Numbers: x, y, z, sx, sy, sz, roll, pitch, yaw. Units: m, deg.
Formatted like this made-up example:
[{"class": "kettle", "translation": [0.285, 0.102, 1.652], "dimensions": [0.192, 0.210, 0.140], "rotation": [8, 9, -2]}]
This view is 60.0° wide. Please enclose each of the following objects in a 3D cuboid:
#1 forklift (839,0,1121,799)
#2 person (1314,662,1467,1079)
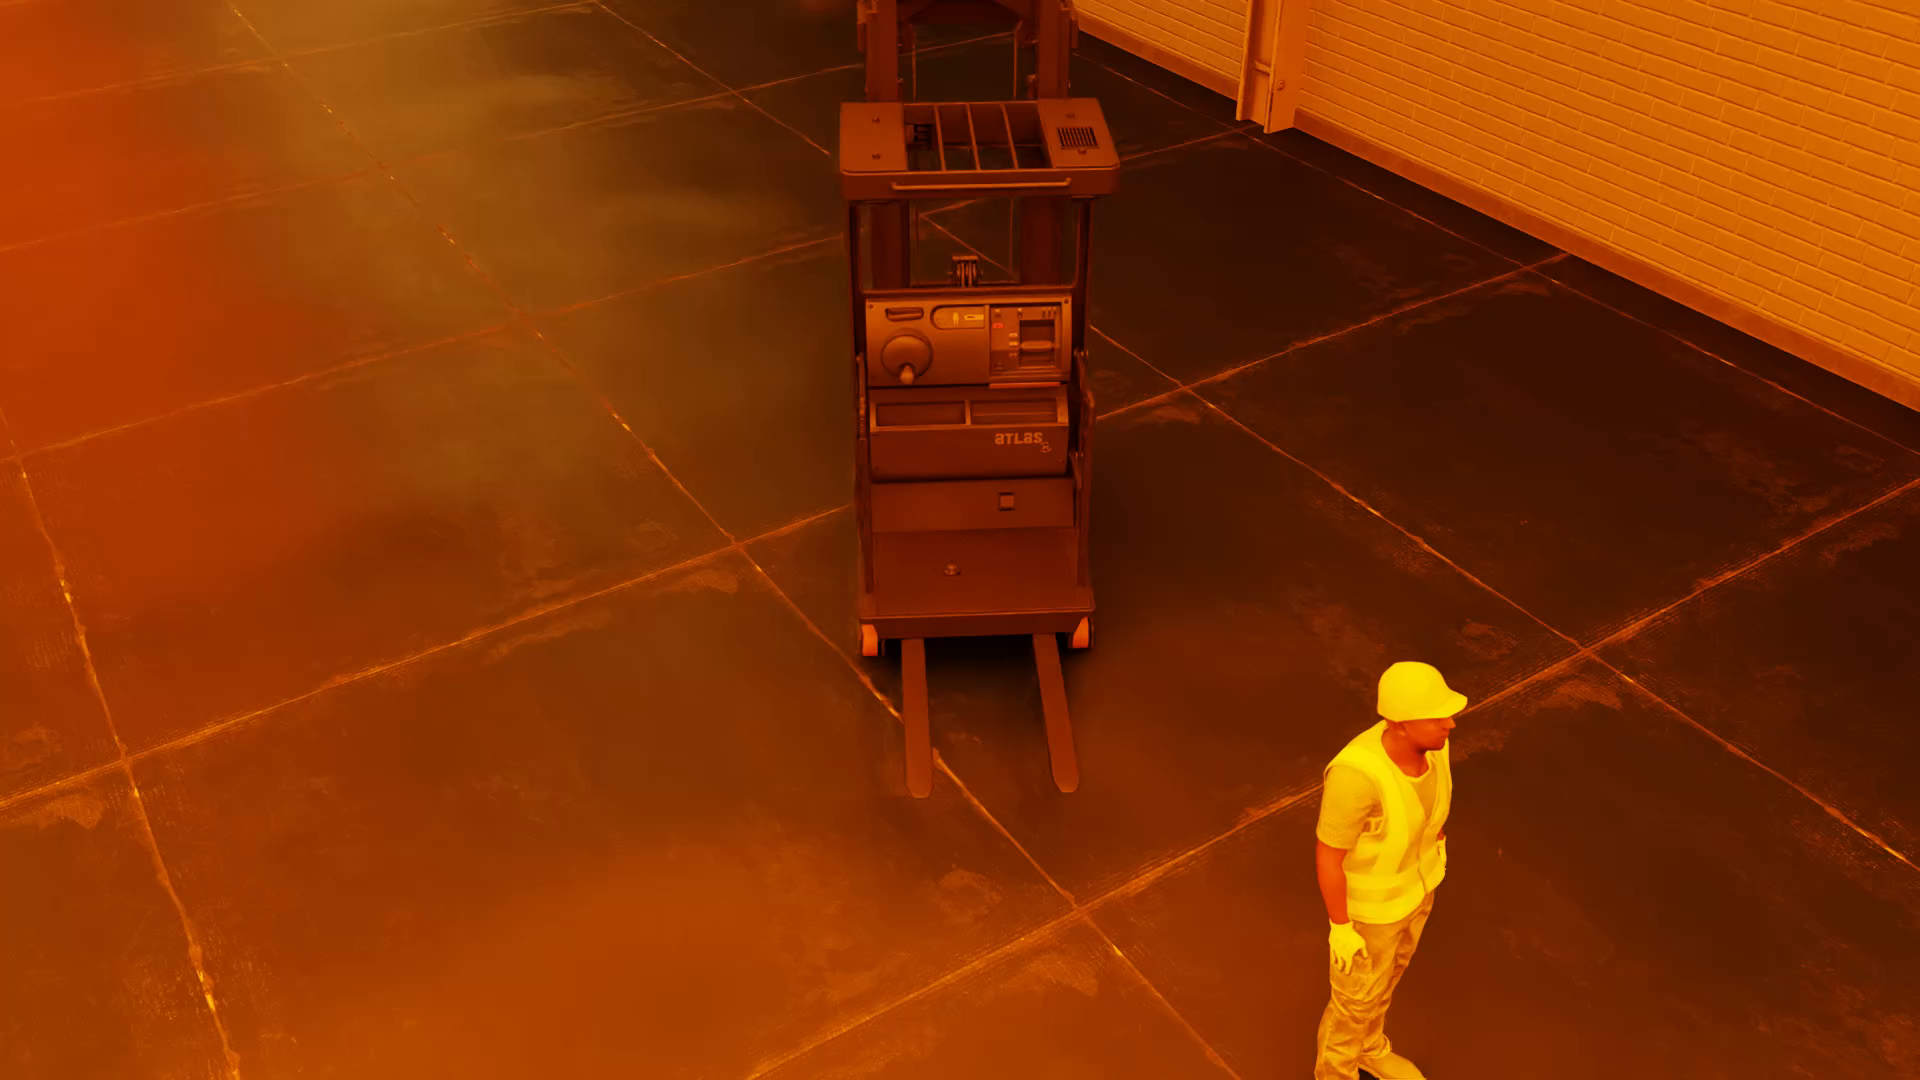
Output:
[{"class": "forklift", "translation": [0.056, -0.840, 7.342], "dimensions": [1.130, 2.935, 3.031], "rotation": [-2, 35, -3]}, {"class": "person", "translation": [1.443, 1.182, 5.458], "dimensions": [0.549, 1.787, 0.653], "rotation": [29, 45, 35]}]
